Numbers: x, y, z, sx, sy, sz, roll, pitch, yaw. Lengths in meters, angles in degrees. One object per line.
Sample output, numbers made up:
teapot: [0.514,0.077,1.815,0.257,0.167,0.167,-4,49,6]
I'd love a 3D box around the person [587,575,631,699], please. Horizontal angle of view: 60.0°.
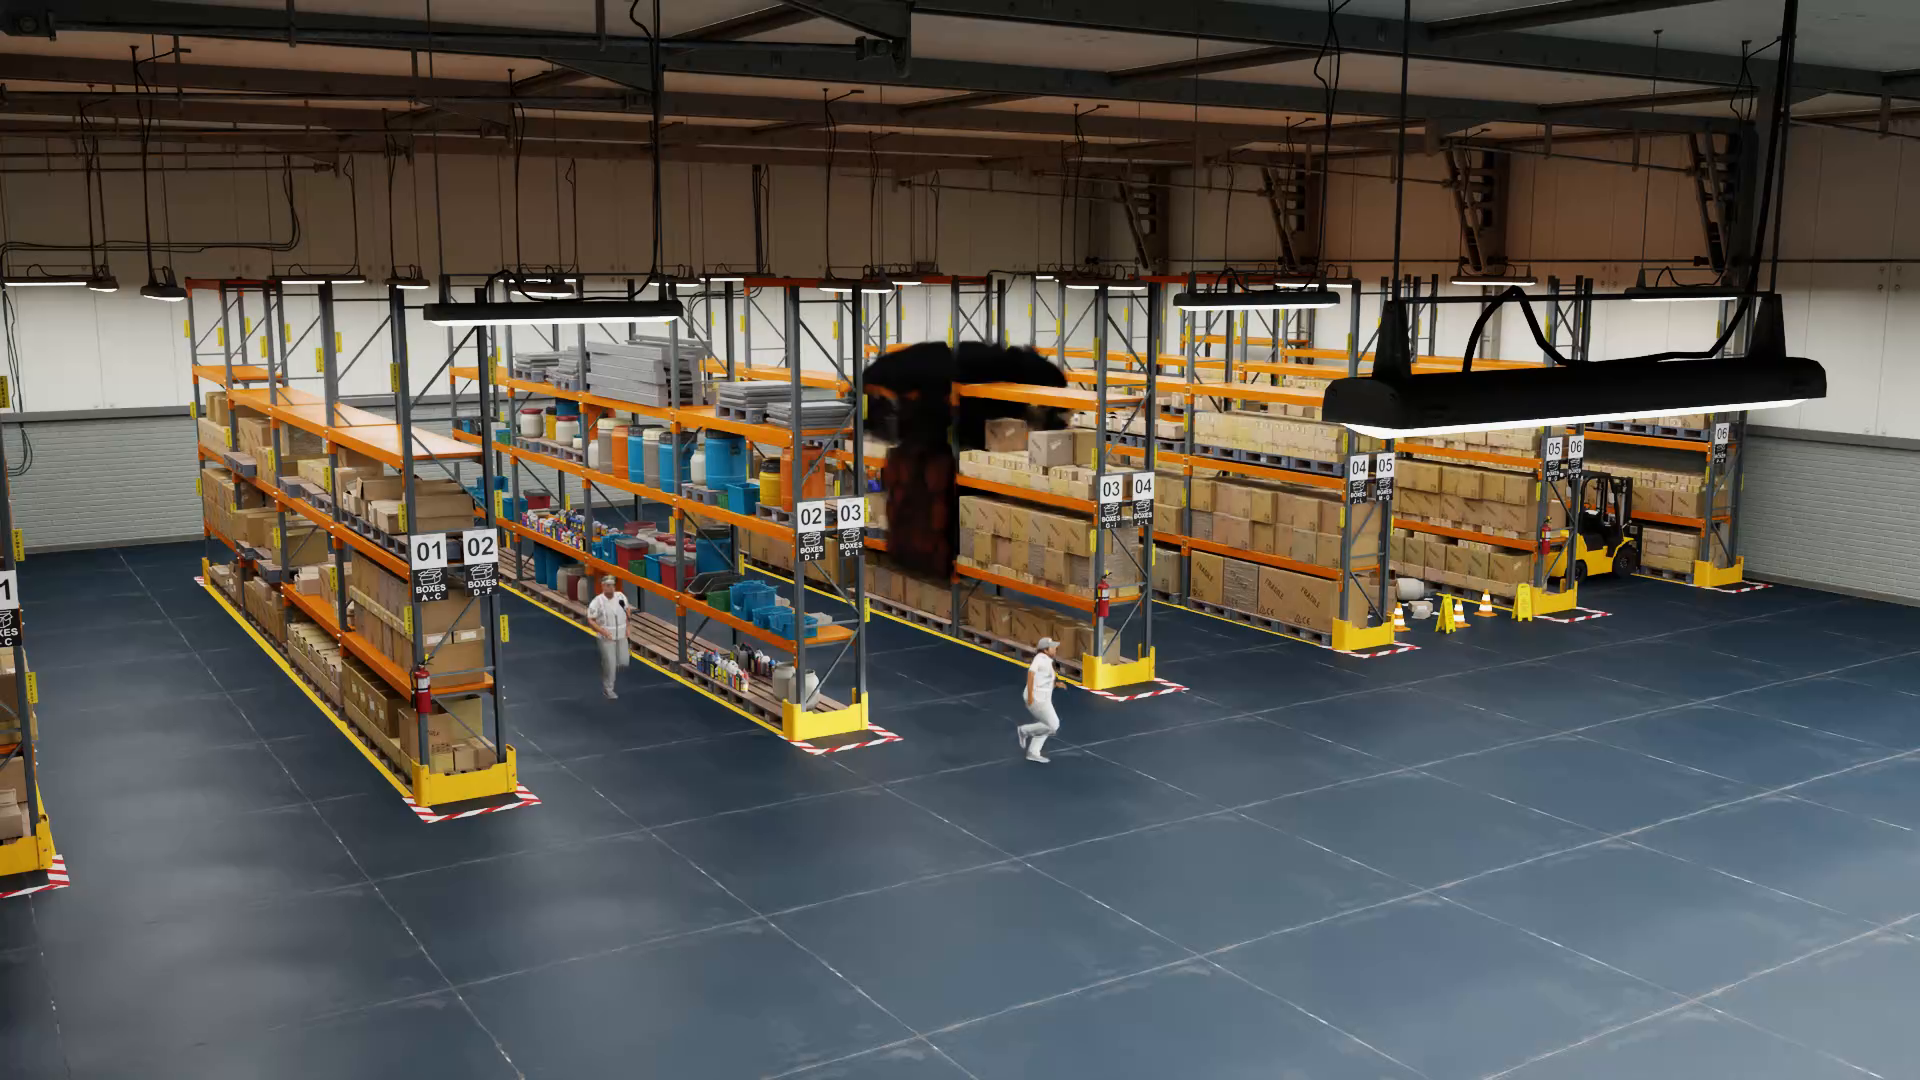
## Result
person: [-4.856,1.326,23.143,0.678,1.756,0.673,-7,12,-37]

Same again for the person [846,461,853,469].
person: [-2.952,-1.485,41.950,0.563,1.636,0.590,5,11,26]

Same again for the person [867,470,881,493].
person: [-1.935,-0.783,37.847,0.580,1.664,0.994,-6,11,-34]

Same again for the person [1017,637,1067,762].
person: [1.046,2.039,21.148,0.629,1.620,0.645,1,10,3]
